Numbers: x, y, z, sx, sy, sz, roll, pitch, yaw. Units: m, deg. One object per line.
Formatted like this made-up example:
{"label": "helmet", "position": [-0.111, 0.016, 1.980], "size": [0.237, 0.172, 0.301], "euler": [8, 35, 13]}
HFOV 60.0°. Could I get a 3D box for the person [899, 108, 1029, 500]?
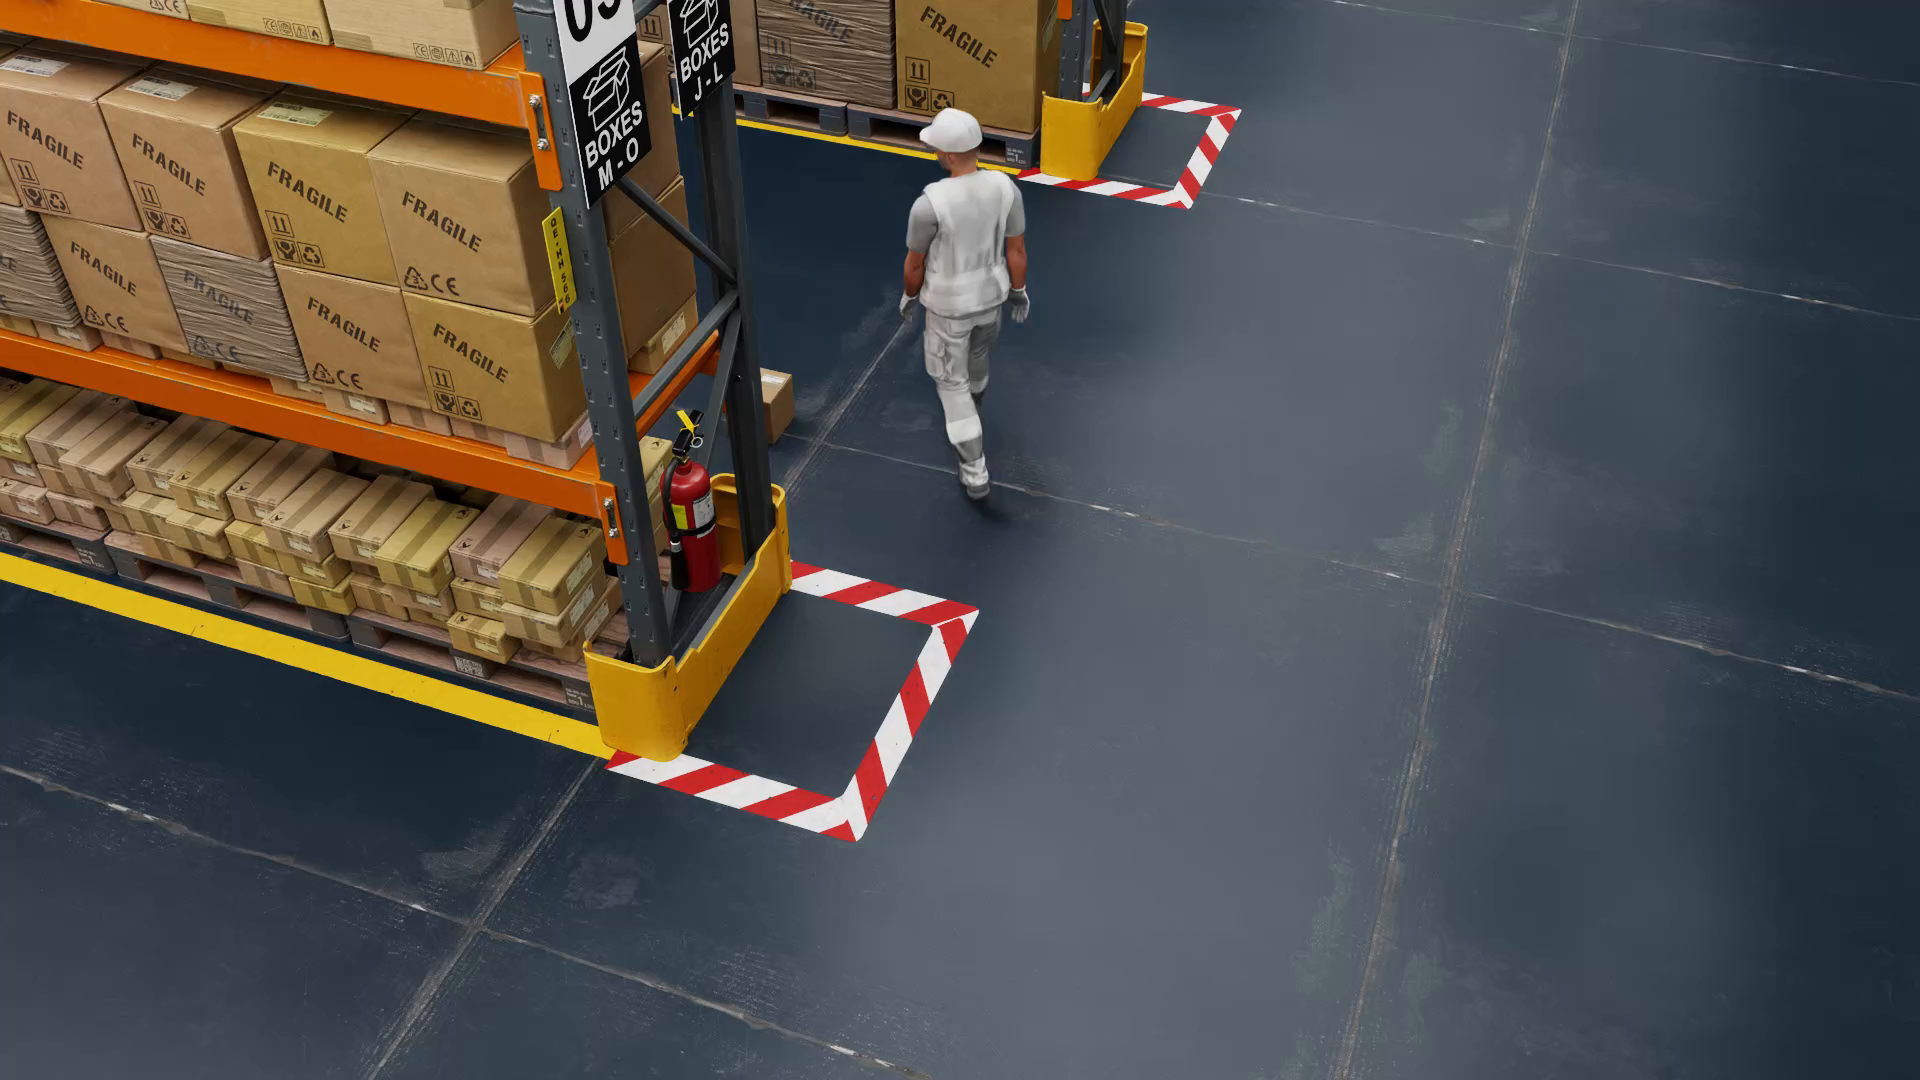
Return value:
{"label": "person", "position": [0.019, -1.092, 7.402], "size": [0.574, 1.755, 0.934], "euler": [-18, 44, -19]}
